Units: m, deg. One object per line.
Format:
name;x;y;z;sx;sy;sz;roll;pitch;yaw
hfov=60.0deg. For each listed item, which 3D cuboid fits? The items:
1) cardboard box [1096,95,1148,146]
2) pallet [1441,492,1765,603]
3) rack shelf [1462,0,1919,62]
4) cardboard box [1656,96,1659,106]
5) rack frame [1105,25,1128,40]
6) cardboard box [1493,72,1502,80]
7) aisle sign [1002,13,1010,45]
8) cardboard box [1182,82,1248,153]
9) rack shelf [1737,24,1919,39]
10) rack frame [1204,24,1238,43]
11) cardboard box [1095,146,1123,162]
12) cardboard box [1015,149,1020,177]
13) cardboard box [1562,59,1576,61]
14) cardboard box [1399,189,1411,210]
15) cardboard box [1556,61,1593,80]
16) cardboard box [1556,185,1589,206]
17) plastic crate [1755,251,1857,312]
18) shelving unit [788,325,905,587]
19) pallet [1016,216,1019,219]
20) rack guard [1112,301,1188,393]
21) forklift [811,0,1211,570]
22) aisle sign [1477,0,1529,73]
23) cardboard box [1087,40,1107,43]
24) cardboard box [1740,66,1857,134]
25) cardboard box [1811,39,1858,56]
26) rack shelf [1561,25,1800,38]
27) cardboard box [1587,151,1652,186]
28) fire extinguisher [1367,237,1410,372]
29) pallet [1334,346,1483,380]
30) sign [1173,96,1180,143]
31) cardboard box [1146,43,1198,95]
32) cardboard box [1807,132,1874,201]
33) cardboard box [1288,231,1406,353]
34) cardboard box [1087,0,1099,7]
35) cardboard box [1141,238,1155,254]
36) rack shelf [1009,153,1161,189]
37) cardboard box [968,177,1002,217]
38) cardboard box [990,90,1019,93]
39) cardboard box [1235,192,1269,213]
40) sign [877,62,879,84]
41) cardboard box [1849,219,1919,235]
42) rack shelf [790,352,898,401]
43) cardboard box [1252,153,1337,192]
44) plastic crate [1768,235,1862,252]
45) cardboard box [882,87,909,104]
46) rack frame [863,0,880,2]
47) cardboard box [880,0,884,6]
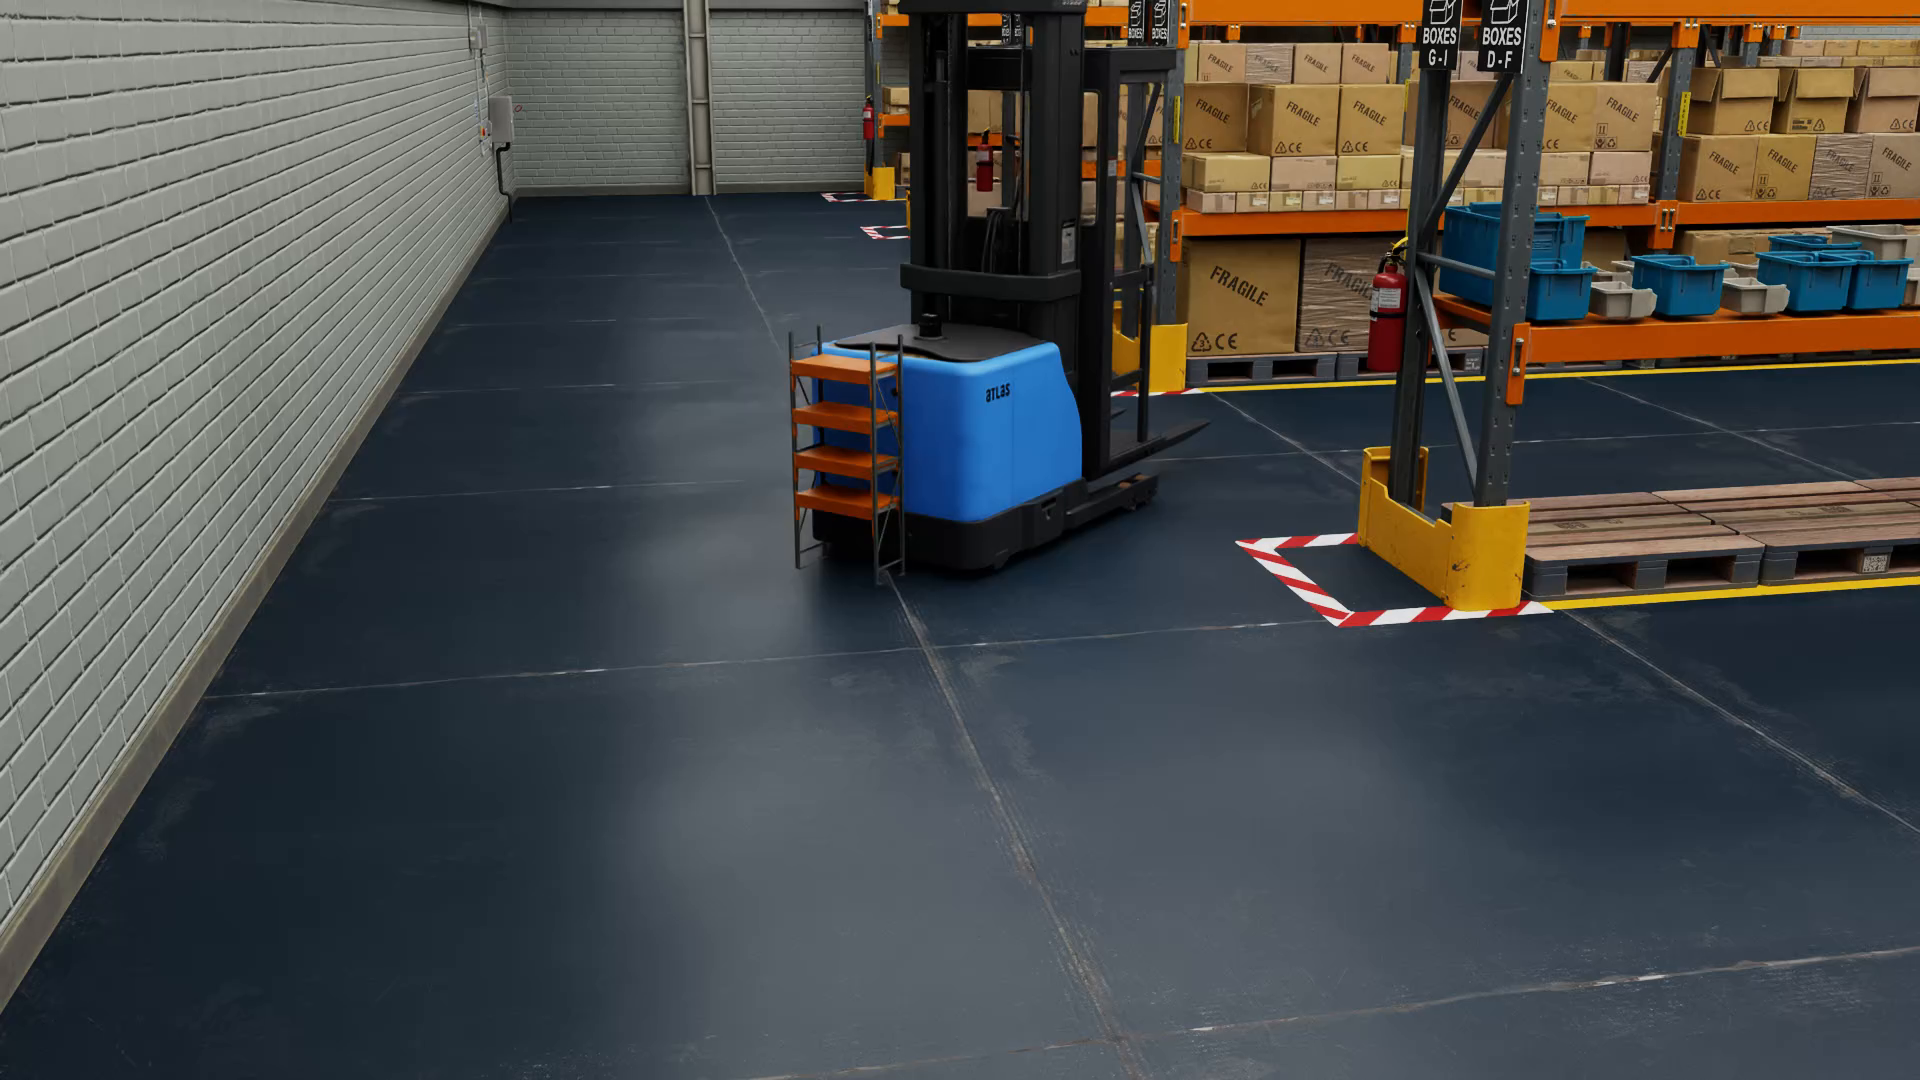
cardboard box;1.617;-4.316;17.079;0.500;0.500;0.500;-3;17;-10
pallet;3.201;0.018;8.395;1.213;0.211;1.003;-3;17;-10
rack shelf;4.348;-2.482;7.900;4.000;0.370;1.077;-3;17;-10
cardboard box;7.297;-4.751;17.871;0.250;0.149;0.380;-3;17;-9
rack frame;2.546;-7.219;27.205;0.127;3.000;1.000;-3;17;-10
cardboard box;7.813;-6.507;23.496;0.500;0.500;0.500;-4;17;-12
aisle sign;0.474;-5.469;17.081;0.004;0.787;0.394;-3;17;-10
cardboard box;1.873;-3.240;12.724;0.500;0.500;0.500;-3;17;-10
rack shelf;13.310;-7.435;24.026;4.000;0.370;1.077;-3;17;-10
rack frame;3.492;-5.788;22.547;0.127;3.000;1.000;-3;17;-10
cardboard box;1.499;-3.973;17.066;0.250;0.149;0.380;-4;17;-12
cardboard box;1.103;-6.103;27.114;0.500;0.500;0.700;-4;18;-13
cardboard box;10.657;-8.269;28.844;0.250;0.149;0.380;-3;17;-10
cardboard box;3.365;-2.599;12.593;0.250;0.149;0.380;-4;17;-12
cardboard box;8.415;-6.391;23.118;0.500;0.500;0.500;-2;17;-8
cardboard box;4.630;-2.671;12.827;0.250;0.149;0.380;-4;17;-11
plastic crate;3.982;-1.221;7.862;0.300;0.233;0.416;-3;17;-10
shelving unit;-0.548;-0.414;8.115;0.503;1.200;0.258;11;20;32
pallet;0.335;-4.299;22.450;1.213;0.211;1.003;-3;17;-10
rack guard;1.421;-1.512;12.883;0.348;0.500;1.175;-3;17;-10
forklift;0.472;-1.628;9.121;1.130;2.935;3.031;11;20;32
aisle sign;2.370;-2.434;7.199;0.004;0.787;0.394;-3;17;-10
cardboard box;1.744;-6.444;21.705;0.250;0.149;0.380;-3;17;-10
cardboard box;6.673;-3.531;13.321;0.637;0.503;0.797;-3;17;-10
cardboard box;12.325;-6.886;23.741;0.500;0.500;0.700;-3;17;-10
rack shelf;12.365;-8.866;28.684;4.000;0.370;1.077;-3;17;-10
cardboard box;4.988;-2.901;12.898;0.500;0.250;0.500;-4;17;-11
fire extinguisher;2.150;-1.188;8.337;0.183;0.674;0.296;-3;17;-10
pallet;3.410;-1.509;13.367;1.213;0.211;1.003;-3;17;-10
sign;1.544;-3.000;11.860;0.005;0.325;0.100;-3;17;-10
cardboard box;2.103;-4.813;16.992;0.500;0.500;0.500;-4;17;-12
cardboard box;6.856;-2.989;13.263;0.500;0.500;0.500;-4;17;-12
cardboard box;2.951;-2.003;13.127;0.875;0.875;0.875;-3;17;-10
cardboard box;1.092;-5.457;16.617;0.500;0.250;0.500;-3;17;-8
cardboard box;1.941;-3.100;17.430;0.250;0.149;0.380;-3;17;-9
rack shelf;2.566;-3.911;17.663;4.000;0.370;1.077;-3;17;-10
cardboard box;0.193;-4.607;22.350;0.875;0.438;0.875;-4;17;-12
cardboard box;0.596;-6.066;21.580;0.500;0.500;0.500;-4;17;-12
cardboard box;2.107;-2.528;12.360;0.250;0.149;0.380;-4;17;-11
sign;-1.278;-7.253;25.844;0.005;0.325;0.100;-3;17;-10
cardboard box;7.741;-2.259;13.962;0.875;0.875;1.225;-3;17;-10
rack shelf;-0.548;-0.789;7.999;0.480;0.148;0.258;11;20;32
cardboard box;2.476;-2.759;12.433;0.500;0.250;0.500;-3;17;-11
plastic crate;4.352;-1.417;8.501;0.300;0.233;0.416;-3;17;-10
cardboard box;-0.980;-7.169;26.791;0.500;0.250;0.500;-3;17;-9
rack frame;-1.381;-9.864;25.599;0.127;3.000;1.000;-3;17;-10
cardboard box;-0.996;-8.604;26.354;0.500;0.250;0.500;-4;17;-11
